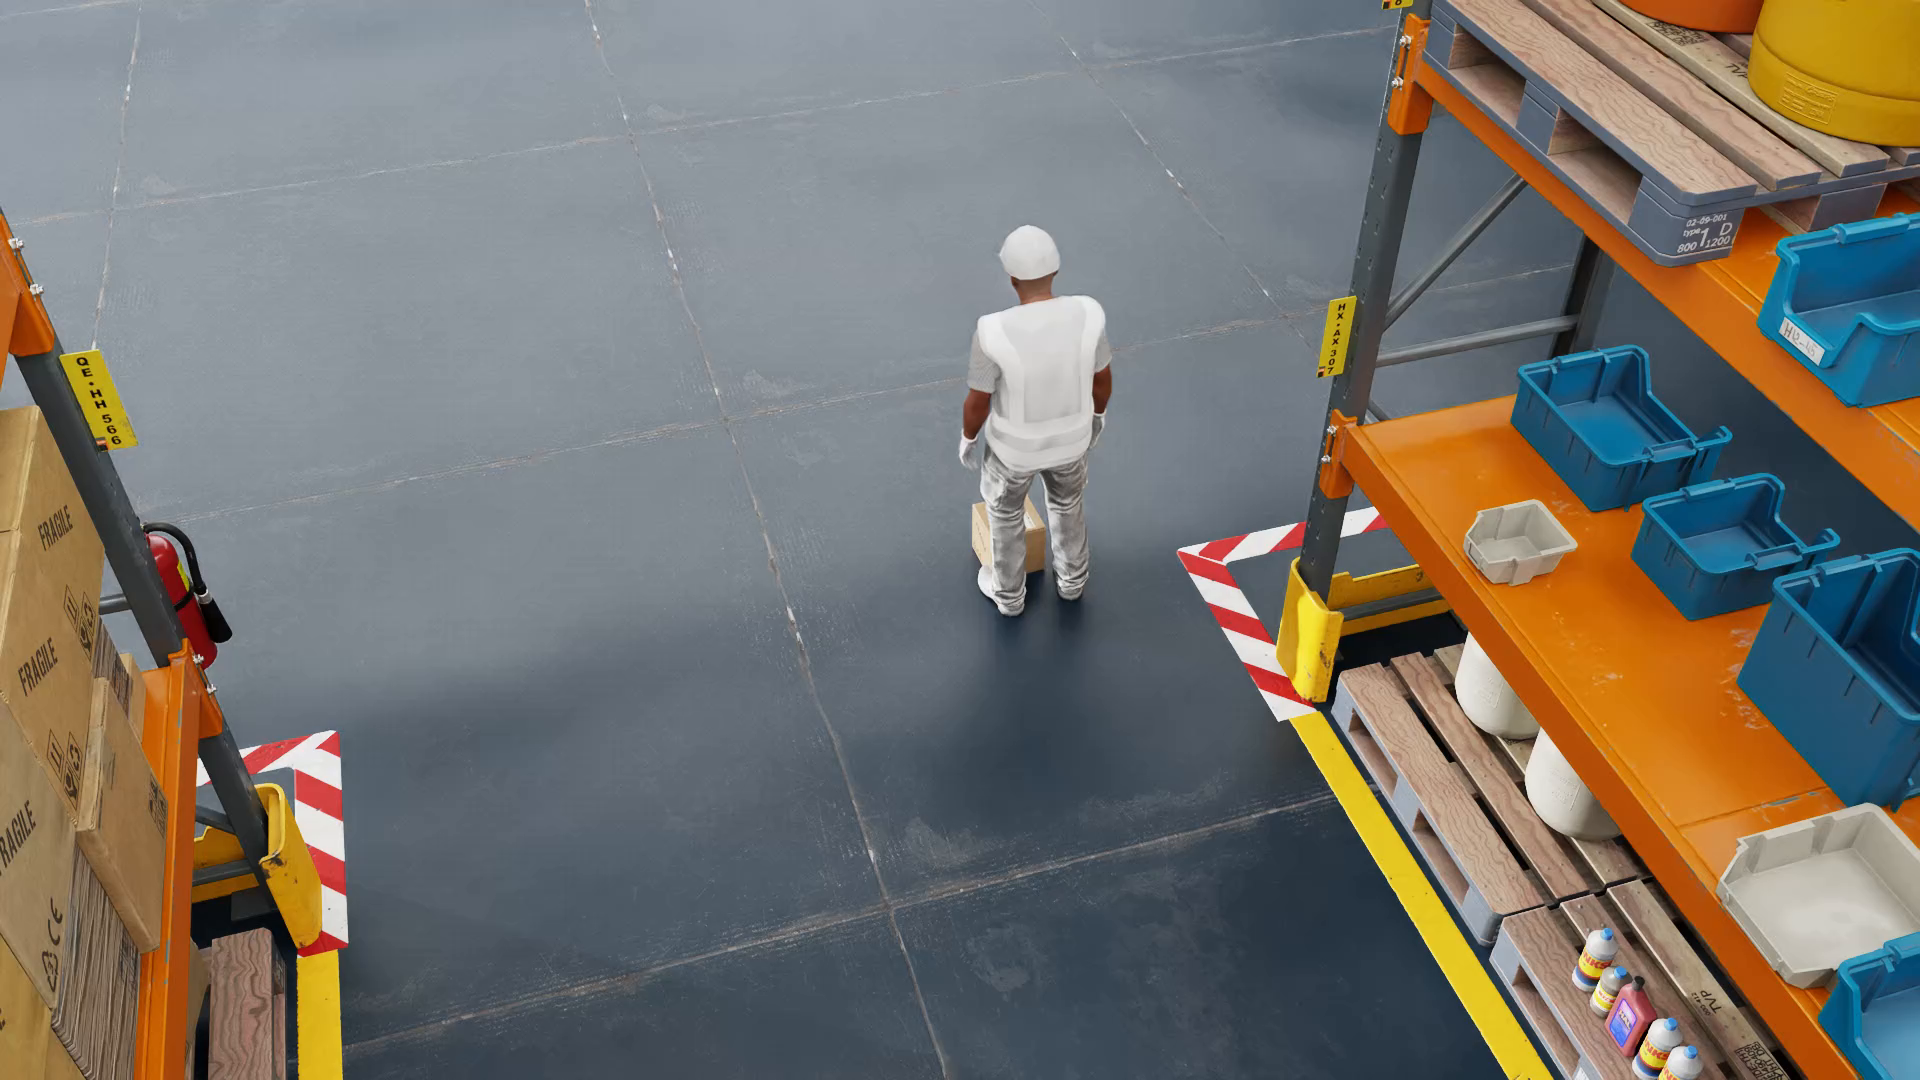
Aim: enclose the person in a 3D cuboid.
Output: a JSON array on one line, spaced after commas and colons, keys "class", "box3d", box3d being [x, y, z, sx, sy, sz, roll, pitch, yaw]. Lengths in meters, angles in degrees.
[{"class": "person", "box3d": [0.301, -0.436, 6.638, 0.619, 1.774, 0.446, -12, 43, -13]}]
